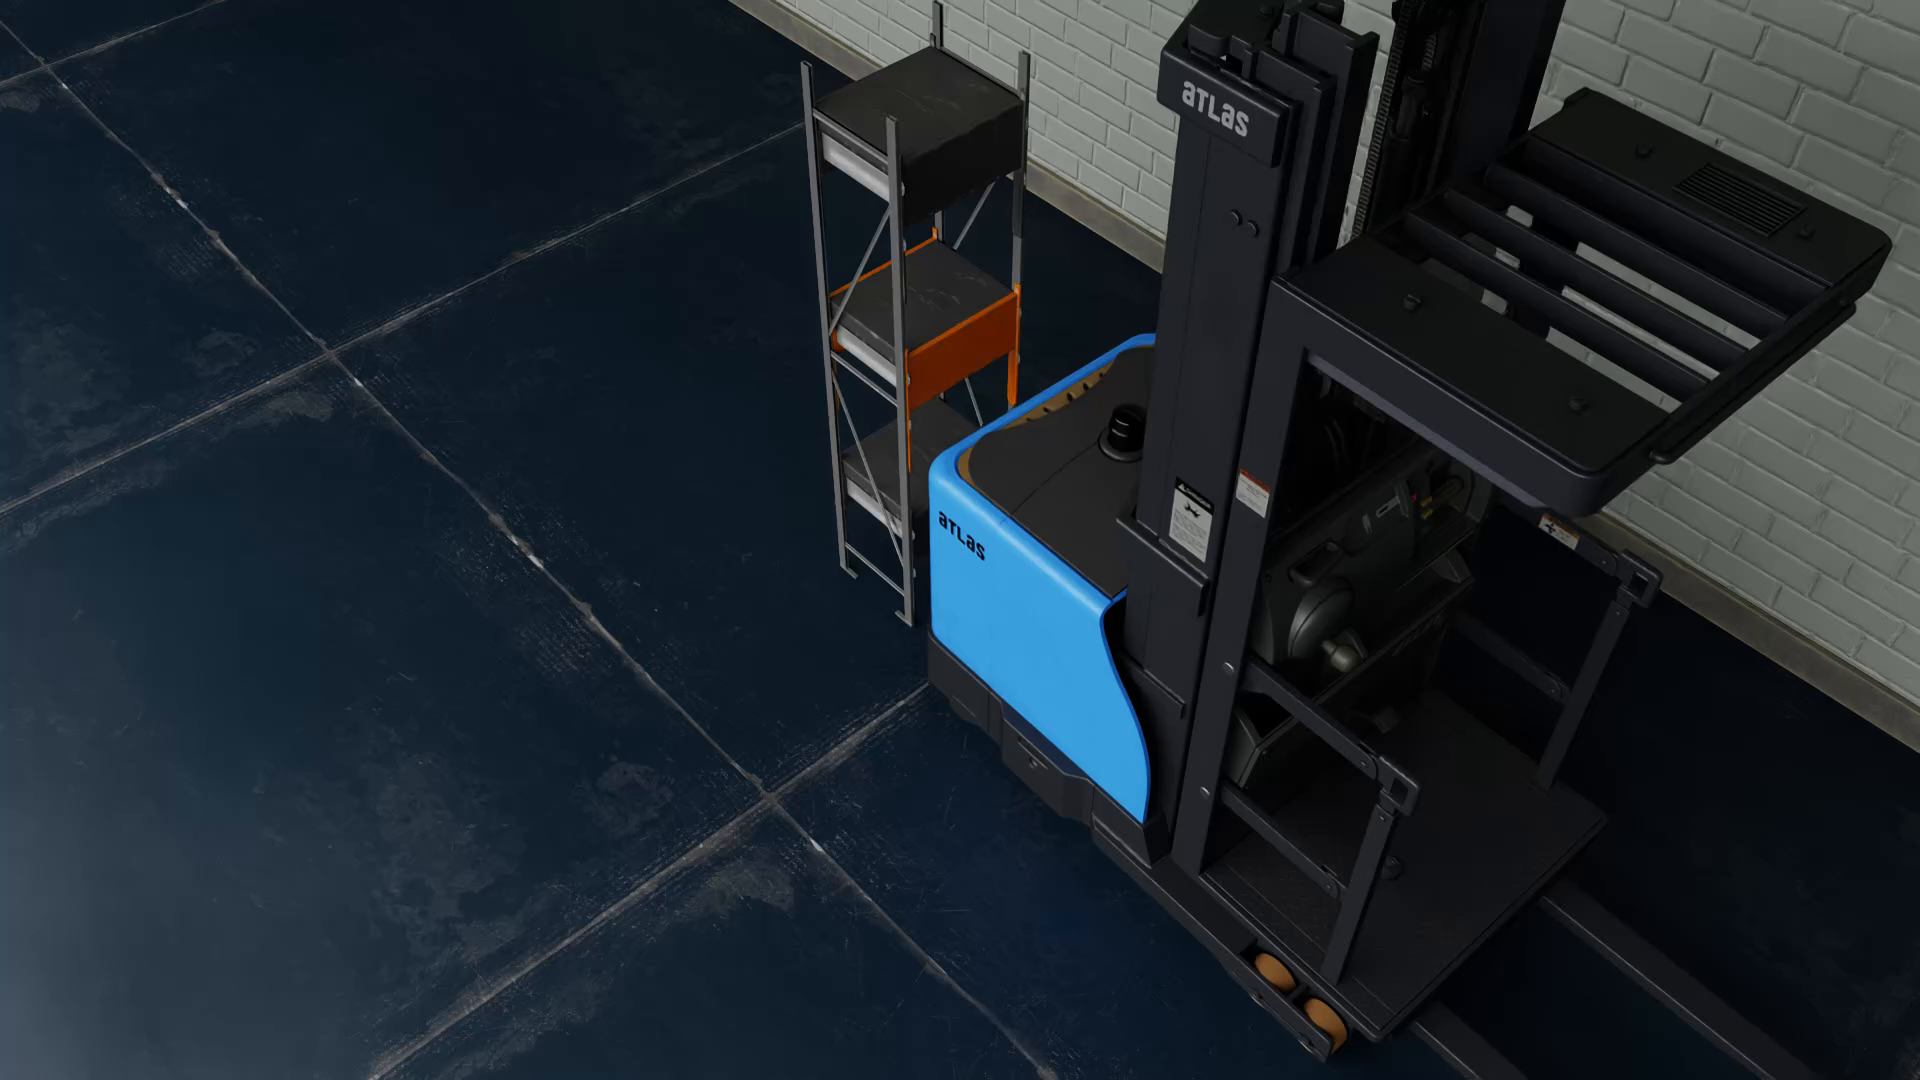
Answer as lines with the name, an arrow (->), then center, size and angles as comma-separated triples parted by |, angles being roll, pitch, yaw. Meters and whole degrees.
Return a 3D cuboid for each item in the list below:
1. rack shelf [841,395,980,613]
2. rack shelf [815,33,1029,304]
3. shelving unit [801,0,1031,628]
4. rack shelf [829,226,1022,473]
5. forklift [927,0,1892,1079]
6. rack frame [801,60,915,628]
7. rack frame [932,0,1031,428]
rack shelf -> -0.122, -0.146, 5.927 | 0.480, 0.518, 0.431 | -34, 56, -27
rack shelf -> -0.122, -1.096, 4.898 | 0.480, 0.518, 0.431 | -34, 56, -27
shelving unit -> -0.122, -0.630, 5.403 | 0.503, 2.100, 0.431 | -34, 56, -27
rack shelf -> -0.122, -0.621, 5.413 | 0.480, 0.518, 0.431 | -34, 56, -27
forklift -> 1.235, 0.081, 4.181 | 1.130, 2.935, 3.031 | -33, 55, -26
rack frame -> -0.303, -0.510, 5.291 | 0.015, 2.100, 0.400 | -34, 56, -27
rack frame -> 0.058, -0.751, 5.514 | 0.015, 2.100, 0.400 | -34, 56, -27
